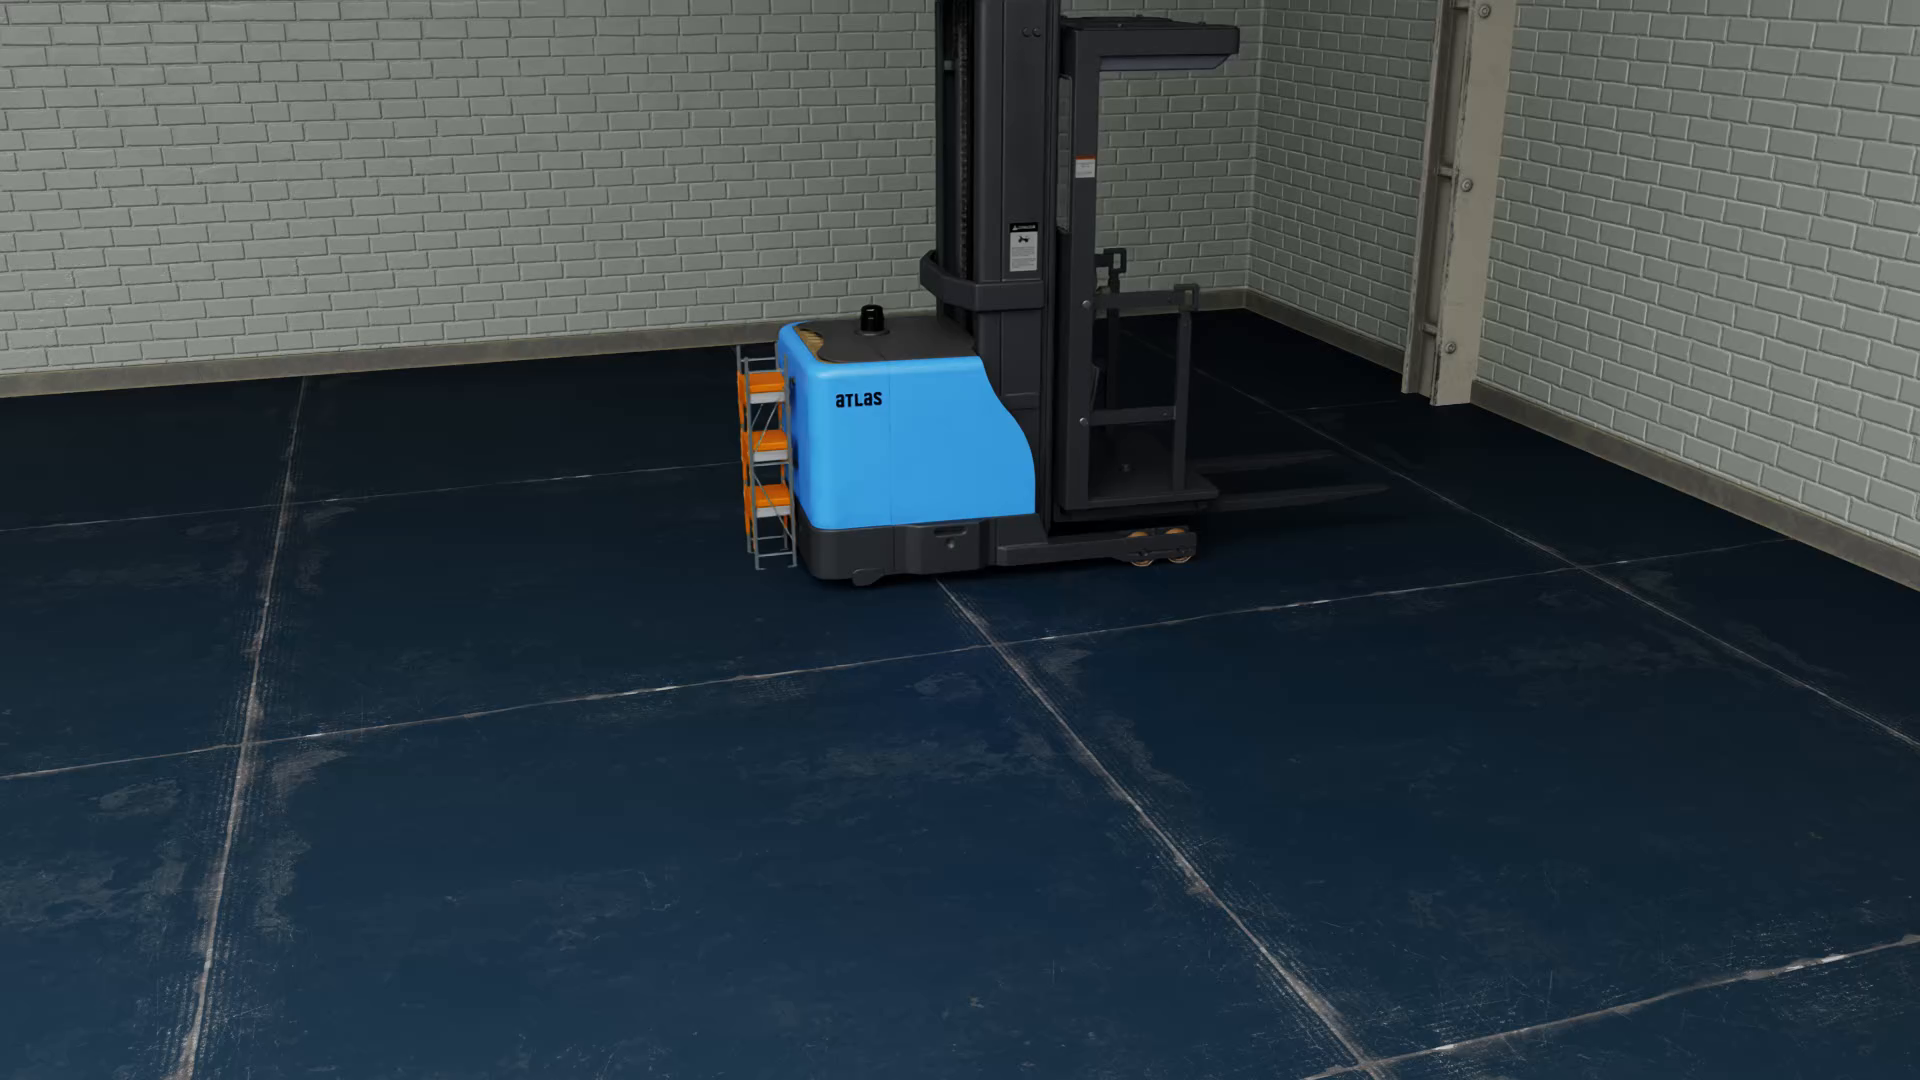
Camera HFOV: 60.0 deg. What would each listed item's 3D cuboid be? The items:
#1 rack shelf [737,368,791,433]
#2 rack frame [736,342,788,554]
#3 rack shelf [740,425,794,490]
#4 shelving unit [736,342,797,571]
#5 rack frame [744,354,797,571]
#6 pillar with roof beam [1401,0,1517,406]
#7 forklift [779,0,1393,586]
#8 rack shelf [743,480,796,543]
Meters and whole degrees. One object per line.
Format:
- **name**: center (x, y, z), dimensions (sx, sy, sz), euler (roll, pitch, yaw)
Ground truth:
- **rack shelf**: center (-0.928, -0.654, 7.873), dimensions (0.215, 0.259, 0.240), euler (-6, 21, -15)
- **rack frame**: center (-0.958, -0.437, 8.076), dimensions (0.200, 1.050, 0.008), euler (-6, 21, -15)
- **rack shelf**: center (-0.925, -0.387, 7.970), dimensions (0.215, 0.259, 0.240), euler (-6, 21, -15)
- **shelving unit**: center (-0.925, -0.397, 7.966), dimensions (0.215, 1.050, 0.252), euler (-6, 21, -15)
- **rack frame**: center (-0.892, -0.357, 7.855), dimensions (0.200, 1.050, 0.008), euler (-6, 21, -15)
- **pillar with roof beam**: center (-0.910, -4.732, 8.280), dimensions (9.100, 9.000, 0.400), euler (-6, 21, -17)
- **forklift**: center (0.666, -1.417, 8.027), dimensions (3.031, 2.935, 1.130), euler (-5, 20, -14)
- **rack shelf**: center (-0.923, -0.126, 8.064), dimensions (0.215, 0.259, 0.240), euler (-6, 21, -15)
